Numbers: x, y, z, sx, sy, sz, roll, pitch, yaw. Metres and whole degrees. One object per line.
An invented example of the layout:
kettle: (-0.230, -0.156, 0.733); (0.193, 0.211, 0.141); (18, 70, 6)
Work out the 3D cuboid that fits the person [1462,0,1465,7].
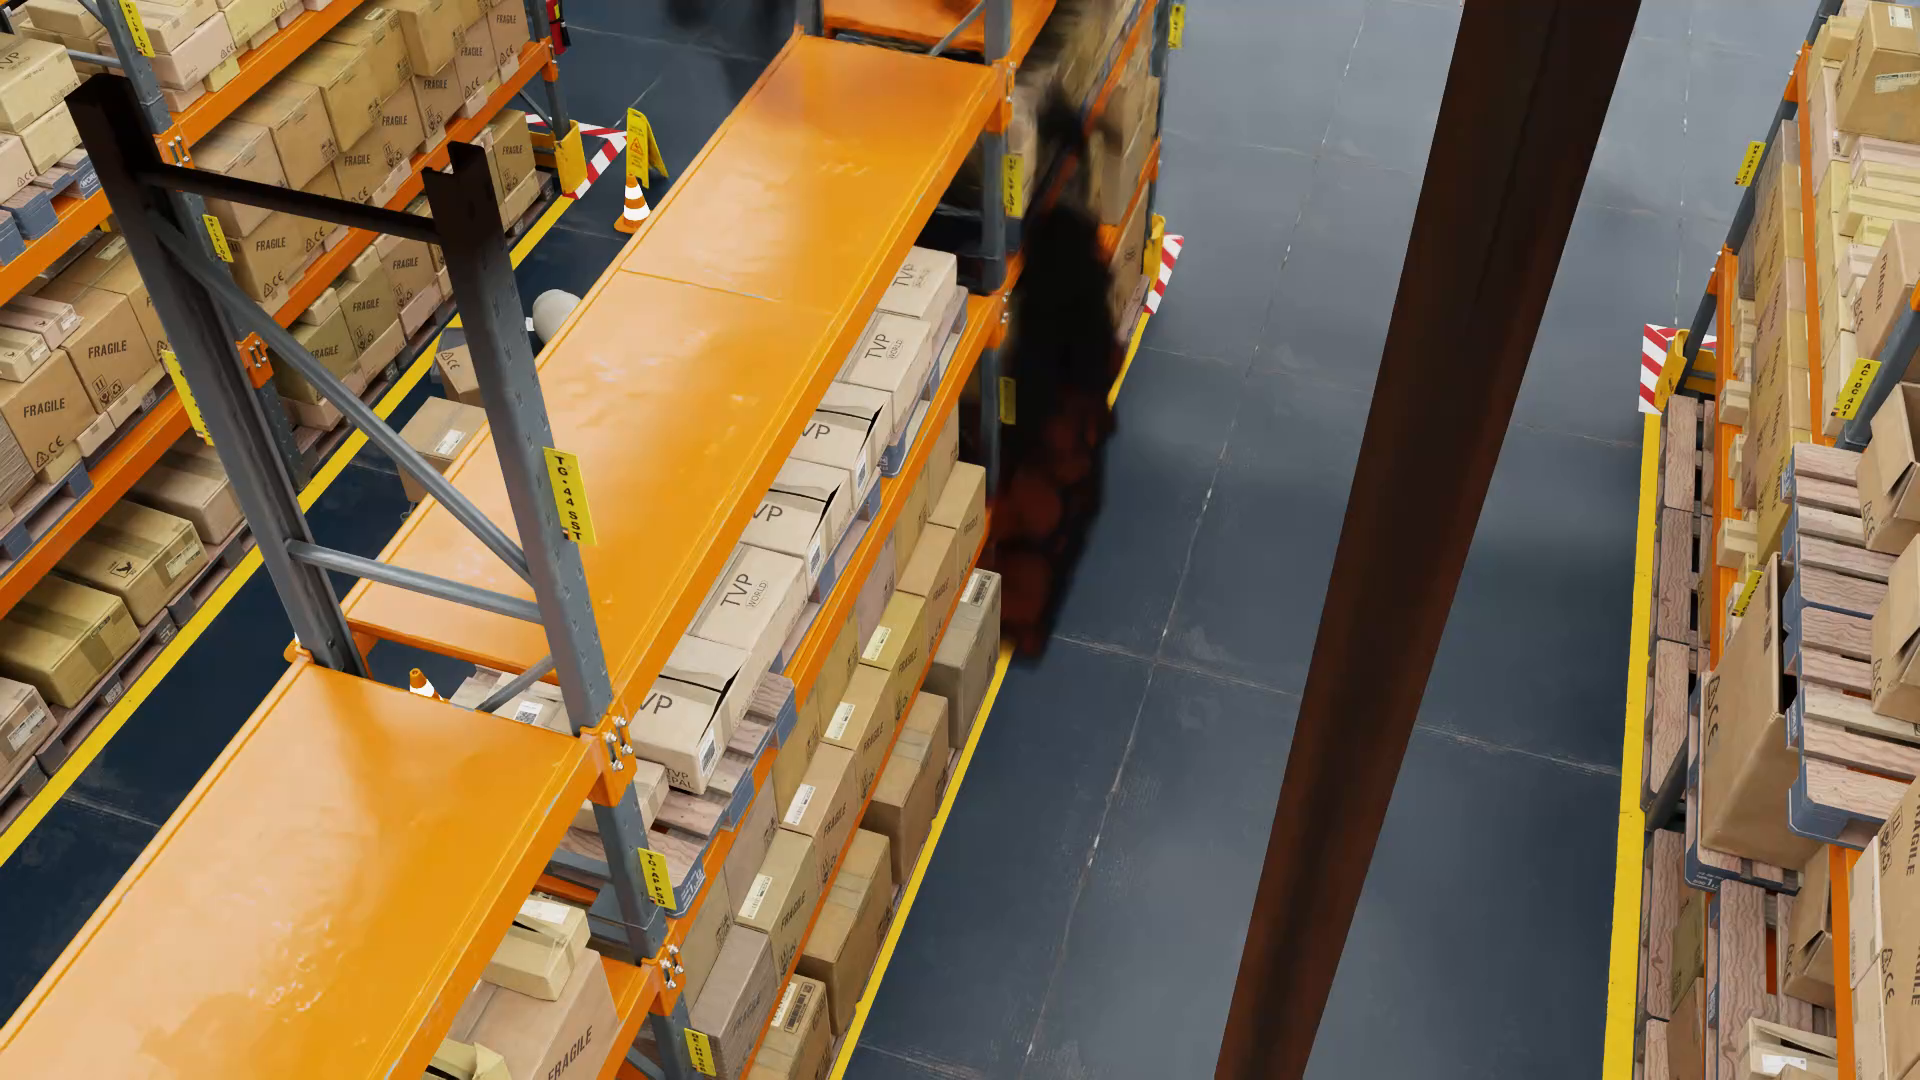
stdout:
person: (4.611, -4.459, 14.291); (0.657, 1.747, 0.631); (-24, 50, -22)
